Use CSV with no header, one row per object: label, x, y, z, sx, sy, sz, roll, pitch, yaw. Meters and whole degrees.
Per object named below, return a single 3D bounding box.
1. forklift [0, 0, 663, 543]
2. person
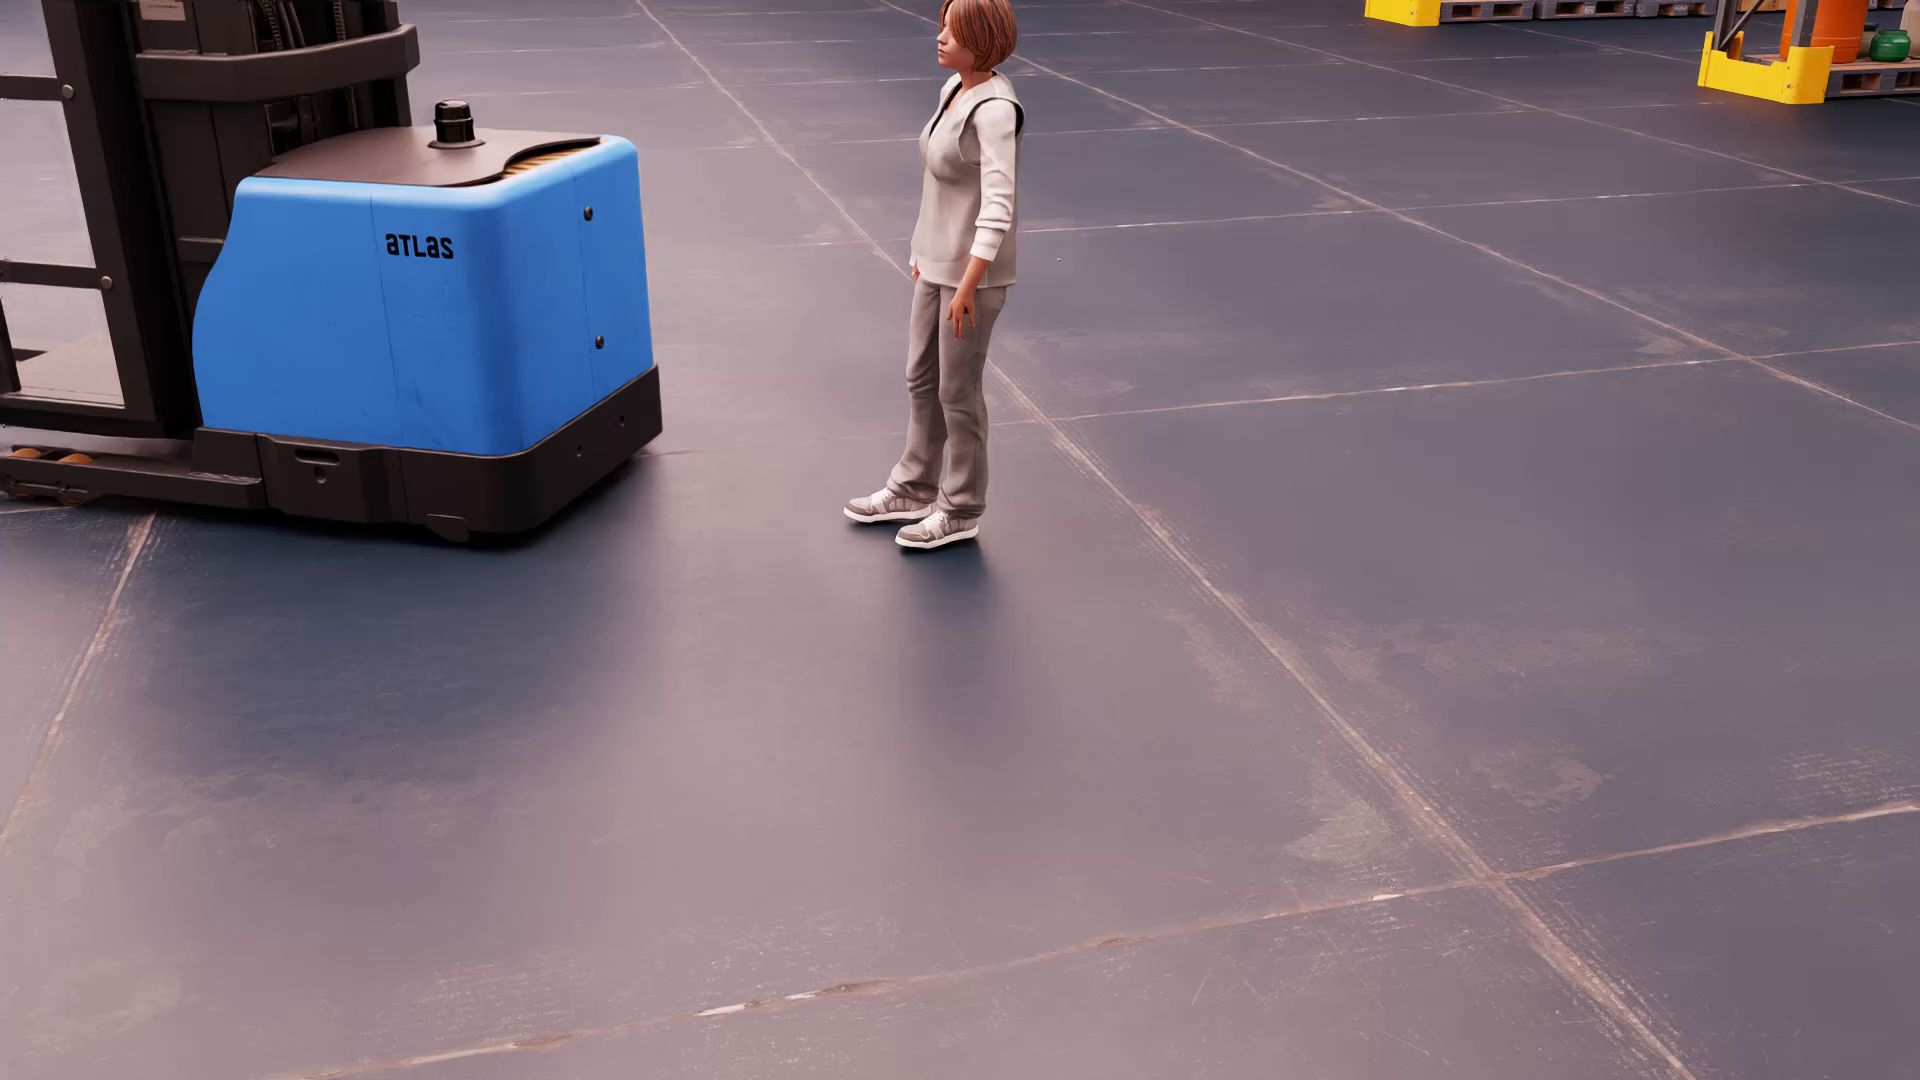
forklift,-2.604,-1.646,5.178,3.031,2.935,1.130,6,24,14
person,-0.075,-0.739,4.732,0.475,1.596,0.521,-6,24,-14
